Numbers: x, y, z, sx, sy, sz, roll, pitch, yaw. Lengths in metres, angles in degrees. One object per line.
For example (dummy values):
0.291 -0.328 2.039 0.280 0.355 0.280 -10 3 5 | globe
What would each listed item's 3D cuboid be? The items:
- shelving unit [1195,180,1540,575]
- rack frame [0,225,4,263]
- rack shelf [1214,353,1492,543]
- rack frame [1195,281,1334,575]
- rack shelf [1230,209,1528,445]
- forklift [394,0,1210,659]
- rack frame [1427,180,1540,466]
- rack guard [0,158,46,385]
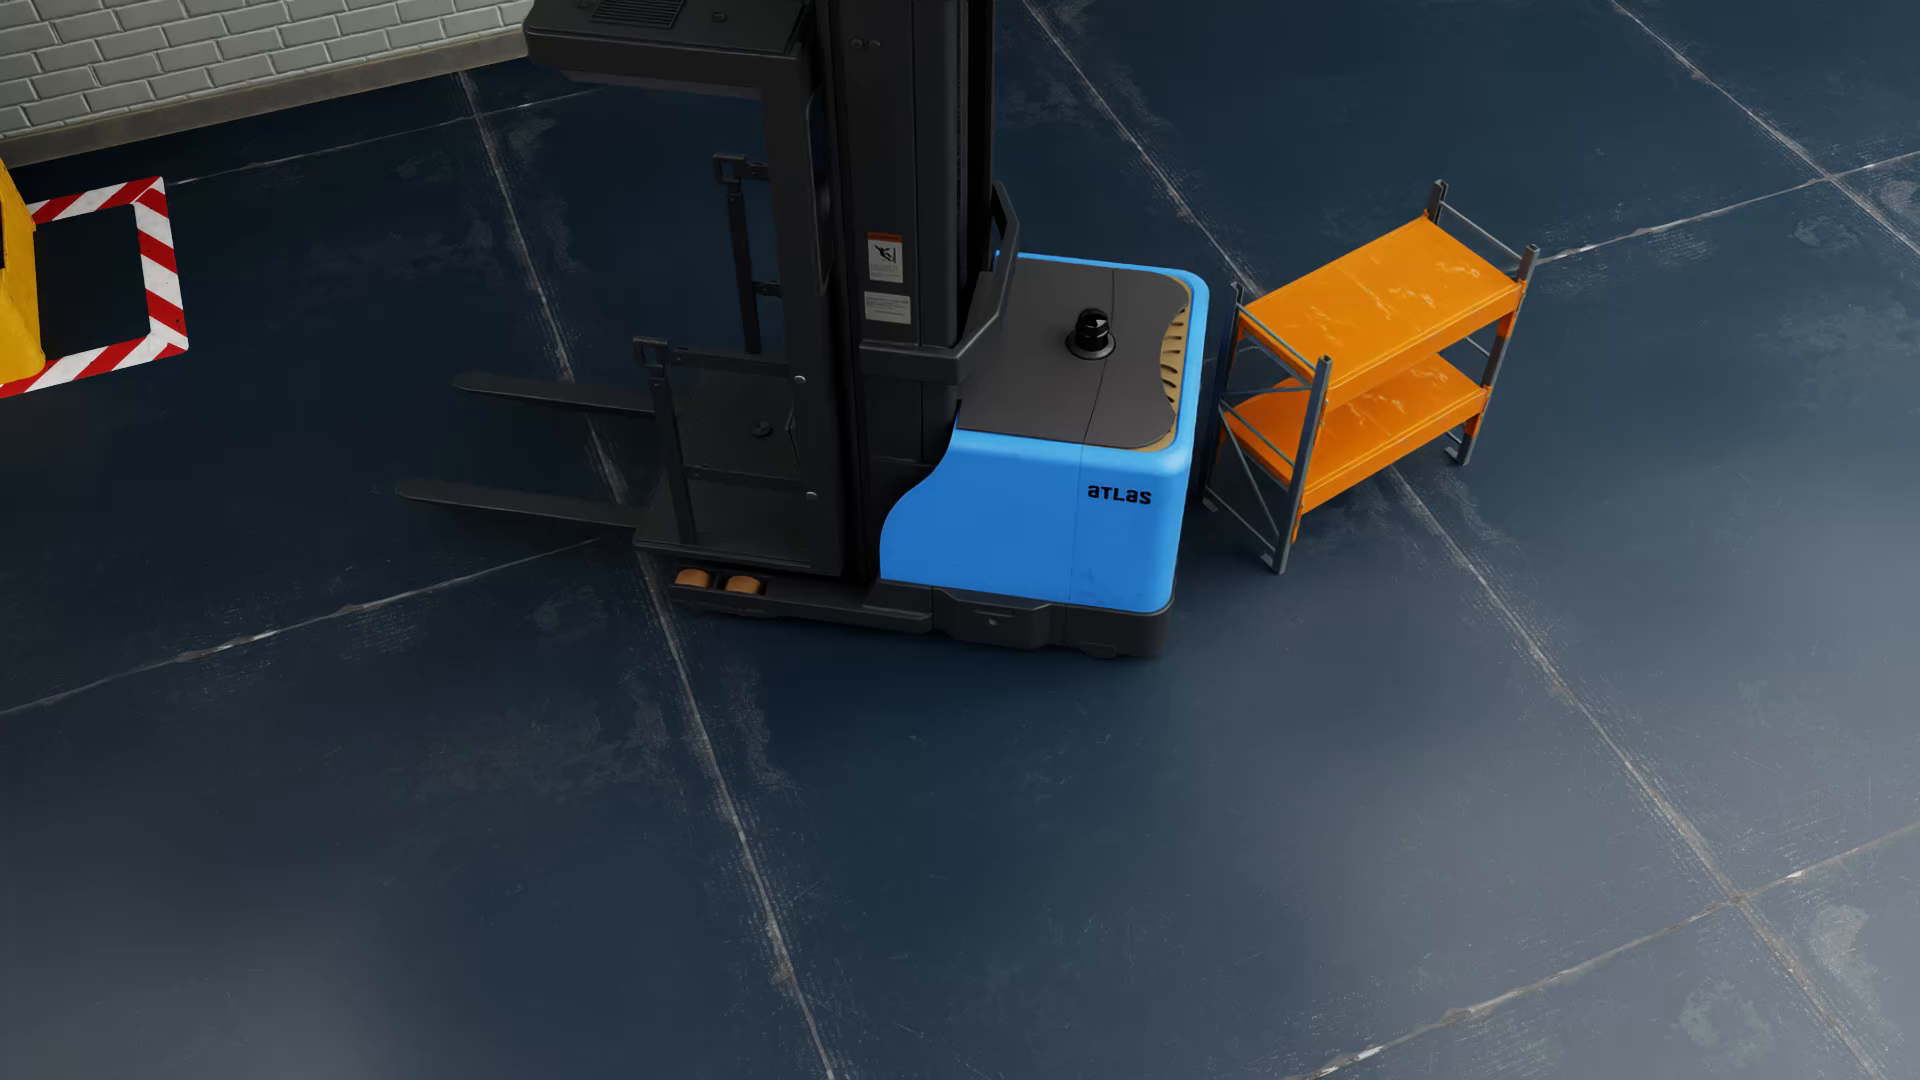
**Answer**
1.527 -0.612 6.375 1.048 1.125 0.538 -28 55 -22 | shelving unit
-4.366 -2.054 6.378 0.127 3.000 1.000 -17 52 -14 | rack frame
1.527 -0.453 6.561 1.000 0.278 0.538 -28 55 -22 | rack shelf
1.110 -0.391 6.185 0.032 1.125 0.500 -28 55 -22 | rack frame
1.527 -0.803 6.153 1.000 0.278 0.538 -28 55 -22 | rack shelf
-0.651 -1.052 5.562 3.031 2.935 1.130 7 50 6 | forklift
1.943 -0.833 6.565 0.032 1.125 0.500 -28 55 -22 | rack frame
-4.344 -1.247 7.332 0.348 0.500 1.175 -17 52 -14 | rack guard
